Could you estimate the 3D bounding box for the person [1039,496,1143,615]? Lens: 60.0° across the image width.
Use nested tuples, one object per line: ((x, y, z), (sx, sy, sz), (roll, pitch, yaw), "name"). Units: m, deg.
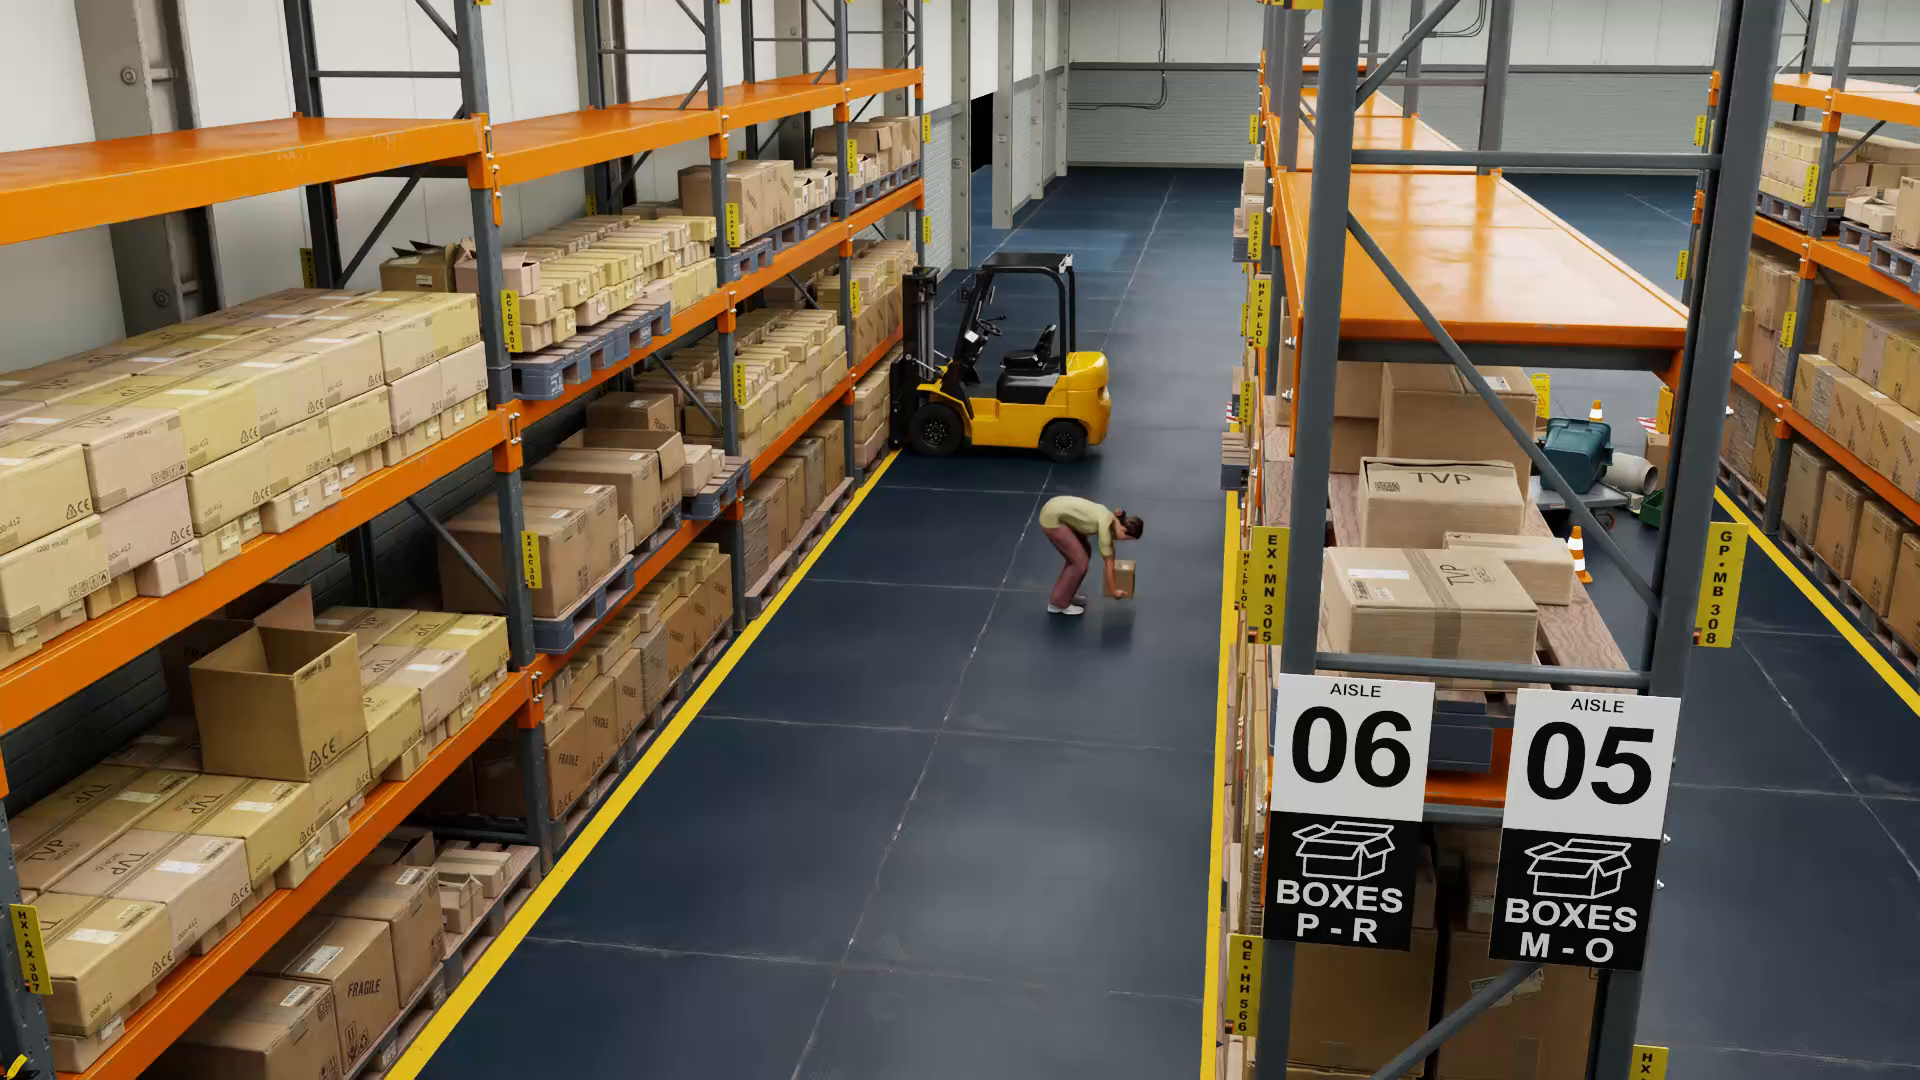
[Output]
((1.085, 0.148, 13.833), (0.857, 0.915, 0.453), (2, 18, 6), "person")
